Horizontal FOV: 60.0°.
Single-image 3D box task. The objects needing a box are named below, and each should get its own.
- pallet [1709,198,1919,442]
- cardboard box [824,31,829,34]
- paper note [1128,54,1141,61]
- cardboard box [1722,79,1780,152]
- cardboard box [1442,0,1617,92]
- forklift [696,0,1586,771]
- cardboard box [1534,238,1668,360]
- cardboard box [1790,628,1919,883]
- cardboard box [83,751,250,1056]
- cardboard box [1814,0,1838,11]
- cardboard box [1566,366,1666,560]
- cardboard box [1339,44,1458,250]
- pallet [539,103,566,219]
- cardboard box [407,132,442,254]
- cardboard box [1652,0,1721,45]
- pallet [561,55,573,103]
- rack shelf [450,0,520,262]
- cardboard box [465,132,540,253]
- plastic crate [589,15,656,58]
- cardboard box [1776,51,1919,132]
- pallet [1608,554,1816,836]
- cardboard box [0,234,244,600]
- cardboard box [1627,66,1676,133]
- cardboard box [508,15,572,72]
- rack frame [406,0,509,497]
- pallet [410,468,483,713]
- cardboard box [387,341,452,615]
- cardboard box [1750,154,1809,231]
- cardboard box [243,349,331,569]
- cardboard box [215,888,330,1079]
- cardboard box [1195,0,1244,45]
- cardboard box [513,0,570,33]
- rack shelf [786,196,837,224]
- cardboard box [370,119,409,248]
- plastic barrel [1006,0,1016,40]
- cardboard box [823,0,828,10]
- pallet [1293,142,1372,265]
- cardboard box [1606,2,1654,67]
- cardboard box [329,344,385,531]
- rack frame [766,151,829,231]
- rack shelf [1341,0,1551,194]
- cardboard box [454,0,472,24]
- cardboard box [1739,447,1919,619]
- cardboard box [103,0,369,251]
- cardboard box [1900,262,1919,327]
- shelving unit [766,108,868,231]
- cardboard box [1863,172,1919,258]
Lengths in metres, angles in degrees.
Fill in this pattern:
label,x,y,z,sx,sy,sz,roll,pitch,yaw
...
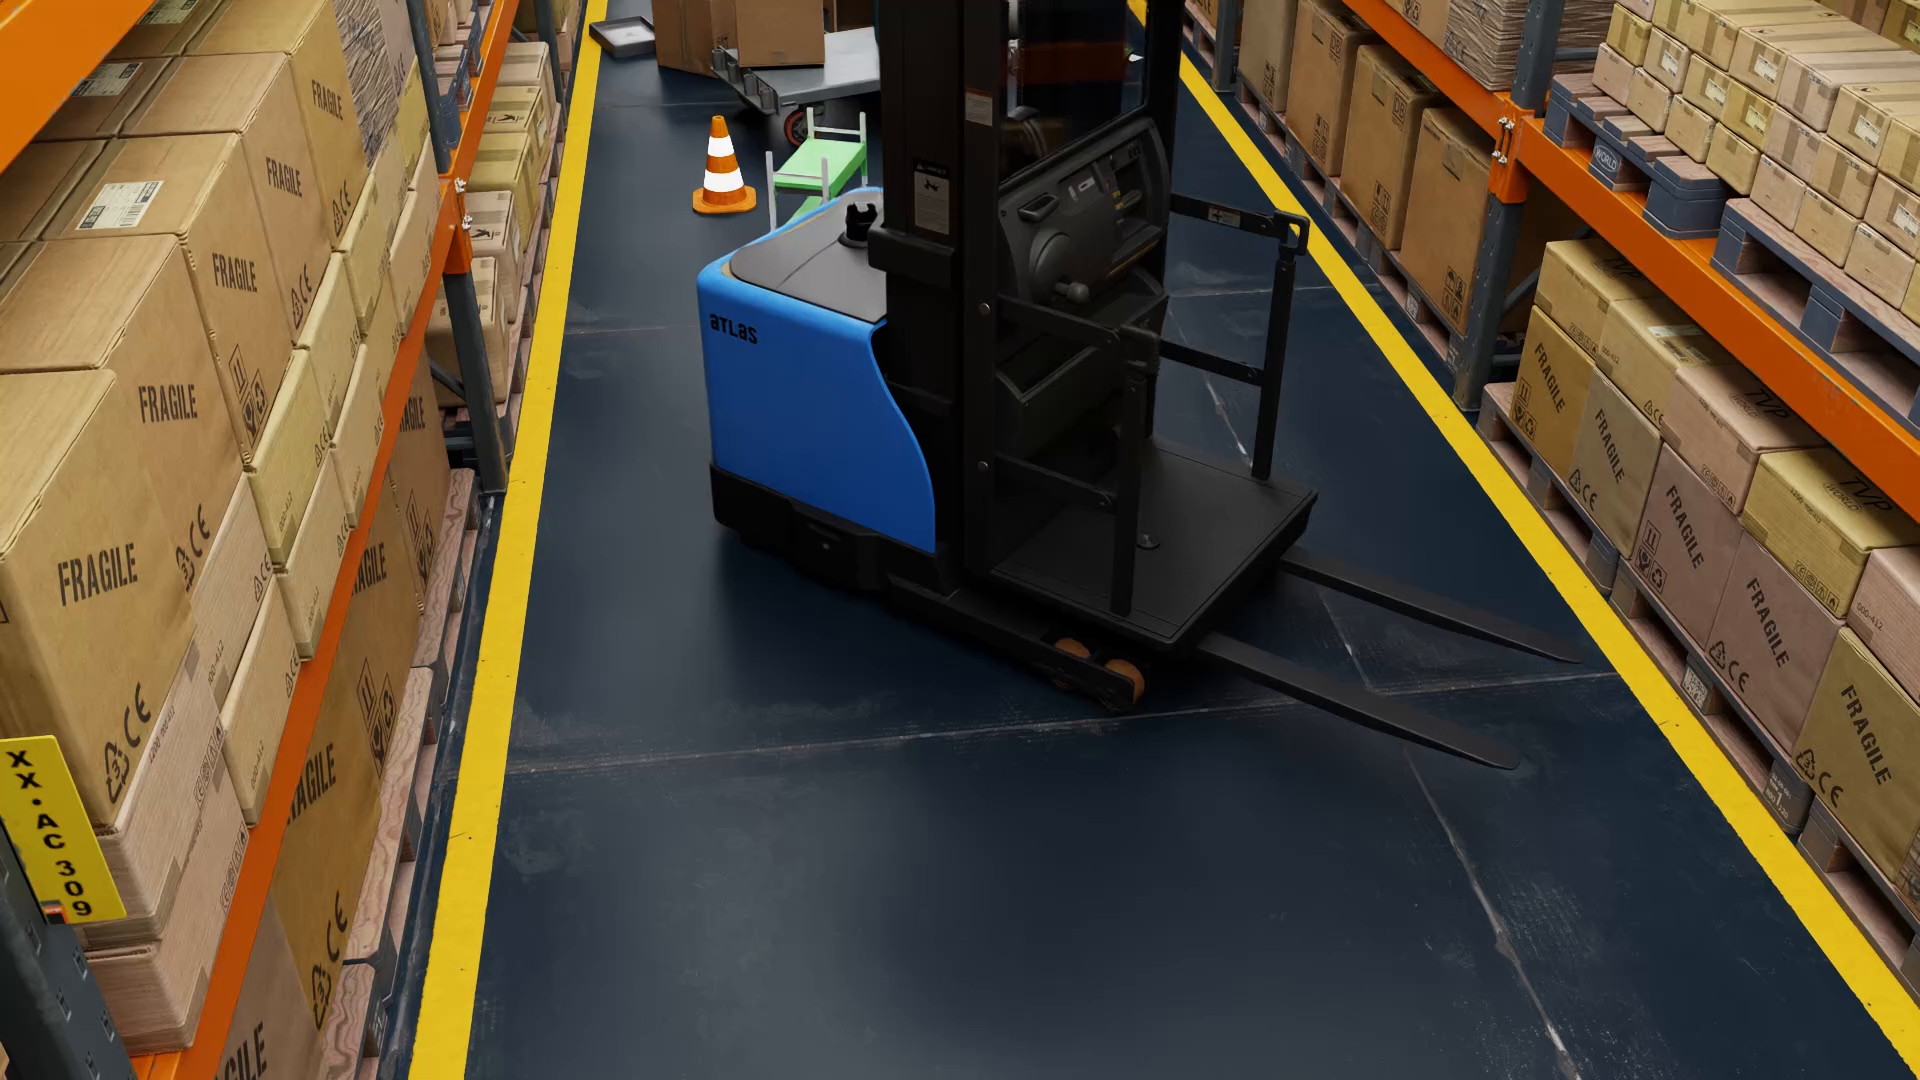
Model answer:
label,x,y,z,sx,sy,sz,roll,pitch,yaw
pallet,2.919,-0.664,4.731,1.003,0.211,1.213,-4,35,-6
cardboard box,-0.800,-3.133,10.611,0.396,0.266,0.258,27,43,34
paper note,1.087,-3.157,10.854,0.142,0.020,0.147,27,43,34
cardboard box,2.590,-1.312,5.097,0.380,0.149,0.250,-4,35,-6
cardboard box,2.286,-2.117,6.604,0.500,0.500,0.500,-4,35,-6
forklift,0.573,-0.996,5.109,3.031,2.935,1.130,21,40,28
cardboard box,2.465,-0.892,6.076,0.500,0.250,0.500,-6,35,-9
cardboard box,2.732,0.567,4.602,0.500,0.500,0.500,-5,35,-8
cardboard box,-1.539,0.615,2.817,0.500,0.250,0.500,-5,35,-7
cardboard box,3.133,-1.921,5.728,0.380,0.149,0.250,-6,35,-8
cardboard box,2.526,-0.291,5.860,0.500,0.500,0.500,-4,34,-6
cardboard box,2.499,-1.923,8.033,1.050,0.750,0.750,-4,34,-6
pallet,-2.711,-2.059,9.084,1.003,0.211,1.213,-4,35,-6
cardboard box,-1.954,-1.089,5.317,0.500,0.250,0.500,-6,35,-8
cardboard box,2.521,-1.738,5.458,0.380,0.149,0.250,-5,35,-8
pallet,-2.942,-2.865,10.267,1.003,0.211,1.213,-4,35,-6
rack shelf,-2.548,-2.232,7.501,1.077,0.370,4.000,-4,35,-6
cardboard box,-2.549,-1.652,7.971,0.950,0.372,0.625,-3,34,-5
plastic crate,-2.216,-3.377,11.135,0.402,0.080,0.583,-16,38,-23
cardboard box,2.623,-1.302,4.819,0.380,0.149,0.250,-3,34,-4
pallet,2.877,0.423,5.442,1.003,0.211,1.213,-4,35,-6
cardboard box,-1.611,-0.185,2.881,0.500,0.500,0.500,-5,35,-7
cardboard box,2.508,-1.500,5.637,0.380,0.149,0.250,-3,34,-4
cardboard box,-2.629,-3.032,10.105,0.500,0.250,0.500,-6,35,-9
rack frame,-2.279,-1.413,5.660,1.000,3.000,0.127,-4,35,-6
pallet,-2.248,0.185,5.792,1.003,0.211,1.213,-4,35,-6
cardboard box,-2.269,-0.317,5.566,0.875,0.875,0.875,-5,35,-7
cardboard box,2.621,-1.050,4.978,0.380,0.149,0.250,-3,34,-5
cardboard box,-1.660,-0.165,3.518,0.500,0.250,0.500,-4,34,-6
cardboard box,-1.904,1.183,3.364,0.875,0.875,0.875,-3,34,-5
cardboard box,2.059,-3.729,10.571,0.875,0.875,0.875,-4,34,-6
cardboard box,-2.629,-3.342,9.894,0.500,0.500,0.500,-3,34,-4
rack shelf,-0.554,-1.229,6.675,0.258,0.148,0.480,8,35,12
cardboard box,-1.890,-1.021,4.774,0.500,0.250,0.500,-5,35,-8
plastic barrel,0.402,-3.529,11.052,0.512,0.421,0.421,20,39,26
cardboard box,-0.610,-4.058,11.757,0.637,0.503,0.797,27,43,34
pallet,2.420,-1.817,8.729,1.003,0.211,1.213,-4,35,-6
cardboard box,2.478,-1.752,5.744,0.380,0.149,0.250,-3,34,-4
cardboard box,-1.721,-0.240,4.072,0.500,0.250,0.500,-5,35,-7
rack frame,-0.614,-0.950,6.578,0.240,1.200,0.015,8,35,12
rack shelf,2.343,-2.663,8.133,1.077,0.370,4.000,-4,35,-6
cardboard box,-2.151,-2.150,6.592,0.380,0.149,0.250,-4,34,-6
cardboard box,2.659,-0.041,4.828,0.500,0.250,0.500,-6,35,-8
cardboard box,-1.813,-1.036,4.130,0.500,0.500,0.500,-4,35,-6
cardboard box,2.722,-0.616,4.340,0.380,0.149,0.250,-3,34,-4
shelving unit,-0.554,-1.083,6.774,0.258,1.200,0.503,8,35,12
cardboard box,2.693,-0.883,4.469,0.380,0.149,0.250,-3,34,-5
